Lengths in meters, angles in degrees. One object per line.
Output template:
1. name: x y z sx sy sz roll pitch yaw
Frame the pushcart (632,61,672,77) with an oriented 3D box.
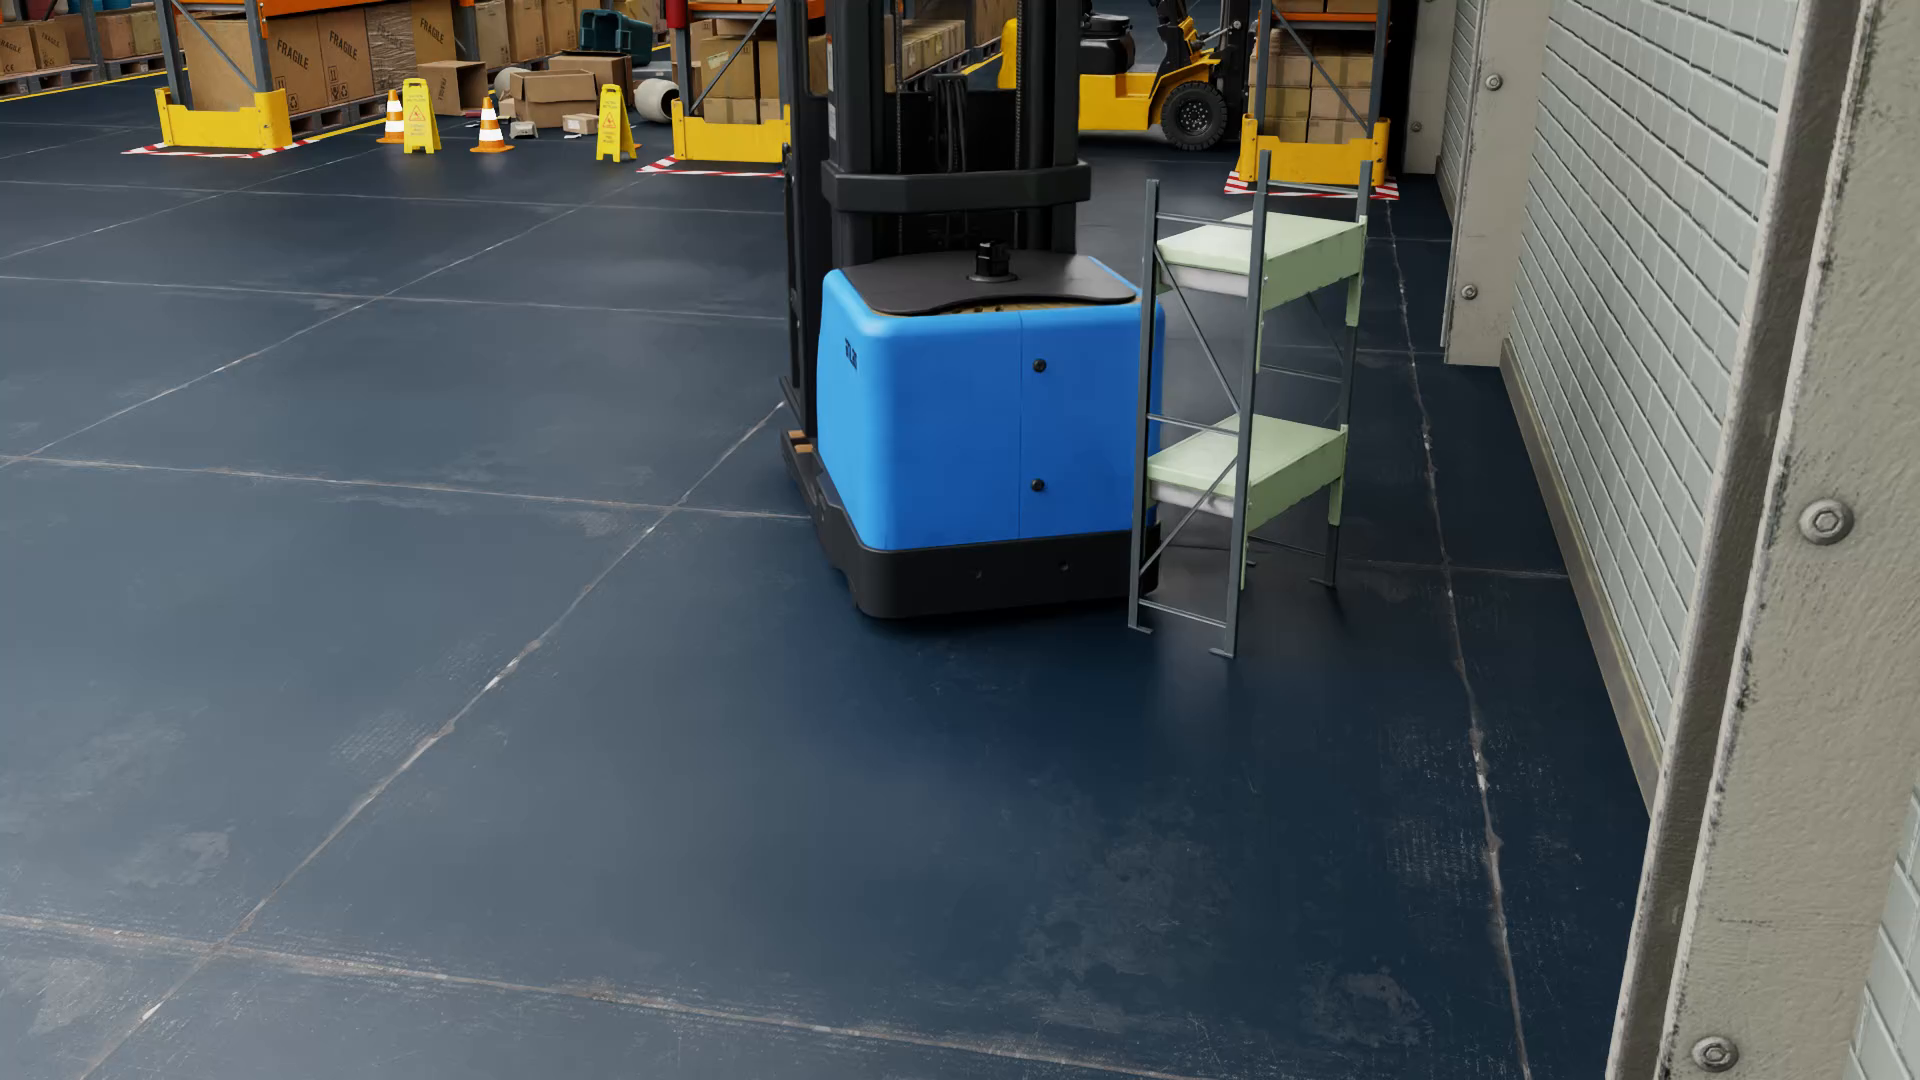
1. pushcart: -3.380 -5.155 18.647 1.648 0.377 0.936 -3 22 -8

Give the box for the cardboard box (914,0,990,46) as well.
1. cardboard box: -0.099 -7.134 22.334 0.875 0.875 0.875 4 22 10

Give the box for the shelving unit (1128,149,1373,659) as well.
1. shelving unit: 0.954 -0.467 5.506 0.431 1.500 0.755 16 27 34

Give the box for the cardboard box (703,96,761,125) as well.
1. cardboard box: -2.047 -3.997 15.381 0.500 0.250 0.500 4 22 11

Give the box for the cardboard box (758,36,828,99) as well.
1. cardboard box: -1.514 -4.302 15.136 0.500 0.500 0.500 4 22 9

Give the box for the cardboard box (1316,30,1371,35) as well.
1. cardboard box: 3.606 -4.656 15.680 0.500 0.250 0.500 5 22 11

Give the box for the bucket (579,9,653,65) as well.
1. bucket: -3.775 -5.517 18.384 0.726 0.611 0.620 13 15 29

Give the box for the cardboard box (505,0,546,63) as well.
1. cardboard box: -5.765 -6.294 20.414 1.050 0.750 0.750 4 22 11

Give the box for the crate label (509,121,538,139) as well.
1. crate label: -4.185 -3.933 15.935 0.250 0.136 0.298 -7 23 -17

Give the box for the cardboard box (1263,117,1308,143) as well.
1. cardboard box: 2.693 -3.491 14.125 0.500 0.250 0.500 5 22 11

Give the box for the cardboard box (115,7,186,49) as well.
1. cardboard box: -10.463 -6.616 21.523 0.700 0.500 0.500 3 22 6

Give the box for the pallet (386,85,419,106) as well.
1. pallet: -6.236 -4.990 18.462 1.003 0.211 1.213 4 22 11

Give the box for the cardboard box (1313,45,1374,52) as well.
1. cardboard box: 3.288 -4.103 14.306 0.500 0.250 0.500 4 22 11

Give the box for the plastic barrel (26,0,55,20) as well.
1. plastic barrel: -14.558 -8.481 26.062 0.600 0.588 0.708 4 22 11

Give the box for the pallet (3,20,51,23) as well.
1. pallet: -14.752 -7.809 25.462 1.003 0.211 1.213 4 22 11

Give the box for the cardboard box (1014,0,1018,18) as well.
1. cardboard box: 0.447 -8.118 24.776 0.875 0.875 0.875 5 23 13

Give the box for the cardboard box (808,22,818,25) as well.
1. cardboard box: -1.727 -4.901 16.623 0.500 0.500 0.500 6 23 14

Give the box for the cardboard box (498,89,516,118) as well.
1. cardboard box: -4.552 -4.519 17.218 0.396 0.266 0.258 8 23 20

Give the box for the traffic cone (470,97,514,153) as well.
1. traffic cone: -4.285 -3.792 15.149 0.336 0.463 0.334 4 22 11

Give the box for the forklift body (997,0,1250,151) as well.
1. forklift body: 1.507 -4.814 15.429 2.313 2.155 1.214 4 22 11

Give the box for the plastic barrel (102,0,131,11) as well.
1. plastic barrel: -14.183 -9.298 27.672 0.600 0.901 0.708 4 22 11

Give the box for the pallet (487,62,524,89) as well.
1. pallet: -5.920 -5.550 19.852 1.003 0.211 1.213 4 22 11

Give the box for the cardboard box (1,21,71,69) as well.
1. cardboard box: -10.960 -5.863 19.680 0.500 0.500 0.500 4 22 9

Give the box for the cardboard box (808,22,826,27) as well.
1. cardboard box: -1.201 -4.873 16.553 0.500 0.500 0.500 6 23 14

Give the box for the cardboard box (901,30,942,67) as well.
1. cardboard box: -0.749 -5.901 19.946 0.950 0.372 0.625 5 23 13

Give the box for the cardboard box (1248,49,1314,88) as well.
1. cardboard box: 2.695 -3.951 13.929 0.500 0.250 0.500 5 23 13

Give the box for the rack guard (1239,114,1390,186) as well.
1. rack guard: 2.901 -3.207 13.648 1.175 0.500 0.348 4 22 11

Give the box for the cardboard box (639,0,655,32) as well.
1. cardboard box: -4.695 -7.477 23.689 0.500 0.500 0.500 5 22 12

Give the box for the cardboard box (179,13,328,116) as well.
1. cardboard box: -6.747 -4.555 15.931 0.875 0.875 0.875 5 22 11

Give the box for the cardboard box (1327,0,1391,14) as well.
1. cardboard box: 3.279 -4.582 13.582 0.500 0.500 0.500 5 23 13

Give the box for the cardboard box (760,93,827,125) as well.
1. cardboard box: -1.518 -3.946 15.254 0.500 0.250 0.500 4 22 10

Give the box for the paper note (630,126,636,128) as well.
1. paper note: -3.252 -4.116 16.559 0.032 0.001 0.123 4 22 11

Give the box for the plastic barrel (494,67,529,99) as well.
1. plastic barrel: -4.734 -4.829 17.777 0.421 0.421 0.512 -16 27 -35

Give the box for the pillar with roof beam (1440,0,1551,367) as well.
1. pillar with roof beam: -1.508 -5.478 7.910 9.100 9.000 0.400 4 22 11

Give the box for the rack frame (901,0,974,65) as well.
1. rack frame: -0.321 -7.678 21.404 1.000 3.000 0.127 4 22 11

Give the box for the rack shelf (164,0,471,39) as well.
1. rack shelf: -6.412 -5.491 16.935 1.077 0.370 4.000 4 22 11

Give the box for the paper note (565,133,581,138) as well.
1. paper note: -3.710 -3.873 15.929 0.148 0.019 0.142 -3 22 -8

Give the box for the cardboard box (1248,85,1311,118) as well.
1. cardboard box: 2.700 -3.729 14.046 0.500 0.250 0.500 4 22 10

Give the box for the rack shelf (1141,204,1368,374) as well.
1. rack shelf: 0.954 -0.829 5.360 0.431 0.370 0.720 16 27 34

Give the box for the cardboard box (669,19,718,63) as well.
1. cardboard box: -2.886 -5.532 18.407 0.500 0.500 0.500 4 22 11

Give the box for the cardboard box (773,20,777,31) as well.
1. cardboard box: -1.927 -4.961 15.903 0.380 0.149 0.250 5 23 13

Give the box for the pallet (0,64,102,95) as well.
1. pallet: -10.942 -5.429 19.551 1.003 0.211 1.213 4 22 11

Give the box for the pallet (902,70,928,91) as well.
1. pallet: -0.980 -5.207 19.000 1.003 0.211 1.213 4 22 11

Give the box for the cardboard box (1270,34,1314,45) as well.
1. cardboard box: 2.997 -4.508 15.312 0.500 0.250 0.500 4 22 10

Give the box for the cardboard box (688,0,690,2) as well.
1. cardboard box: -4.381 -8.039 25.084 0.500 0.500 0.500 4 22 10

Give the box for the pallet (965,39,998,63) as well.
1. pallet: -0.087 -6.667 22.626 1.003 0.211 1.213 4 22 11

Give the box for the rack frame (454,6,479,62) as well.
1. rack frame: -6.004 -6.556 18.617 1.000 3.000 0.127 4 22 11

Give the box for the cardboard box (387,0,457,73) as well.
1. cardboard box: -6.201 -5.540 18.377 0.875 0.875 0.875 5 22 12

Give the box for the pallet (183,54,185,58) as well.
1. pallet: -10.184 -6.855 23.091 1.003 0.211 1.213 4 22 11

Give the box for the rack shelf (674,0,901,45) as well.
1. rack shelf: -1.546 -5.150 16.090 1.077 0.370 4.000 4 22 11

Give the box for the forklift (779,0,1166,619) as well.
1. forklift: -0.146 -1.618 6.448 1.130 2.935 3.031 -5 22 -12

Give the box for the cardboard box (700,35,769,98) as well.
1. cardboard box: -2.046 -4.333 15.211 0.500 0.500 0.500 5 22 11
